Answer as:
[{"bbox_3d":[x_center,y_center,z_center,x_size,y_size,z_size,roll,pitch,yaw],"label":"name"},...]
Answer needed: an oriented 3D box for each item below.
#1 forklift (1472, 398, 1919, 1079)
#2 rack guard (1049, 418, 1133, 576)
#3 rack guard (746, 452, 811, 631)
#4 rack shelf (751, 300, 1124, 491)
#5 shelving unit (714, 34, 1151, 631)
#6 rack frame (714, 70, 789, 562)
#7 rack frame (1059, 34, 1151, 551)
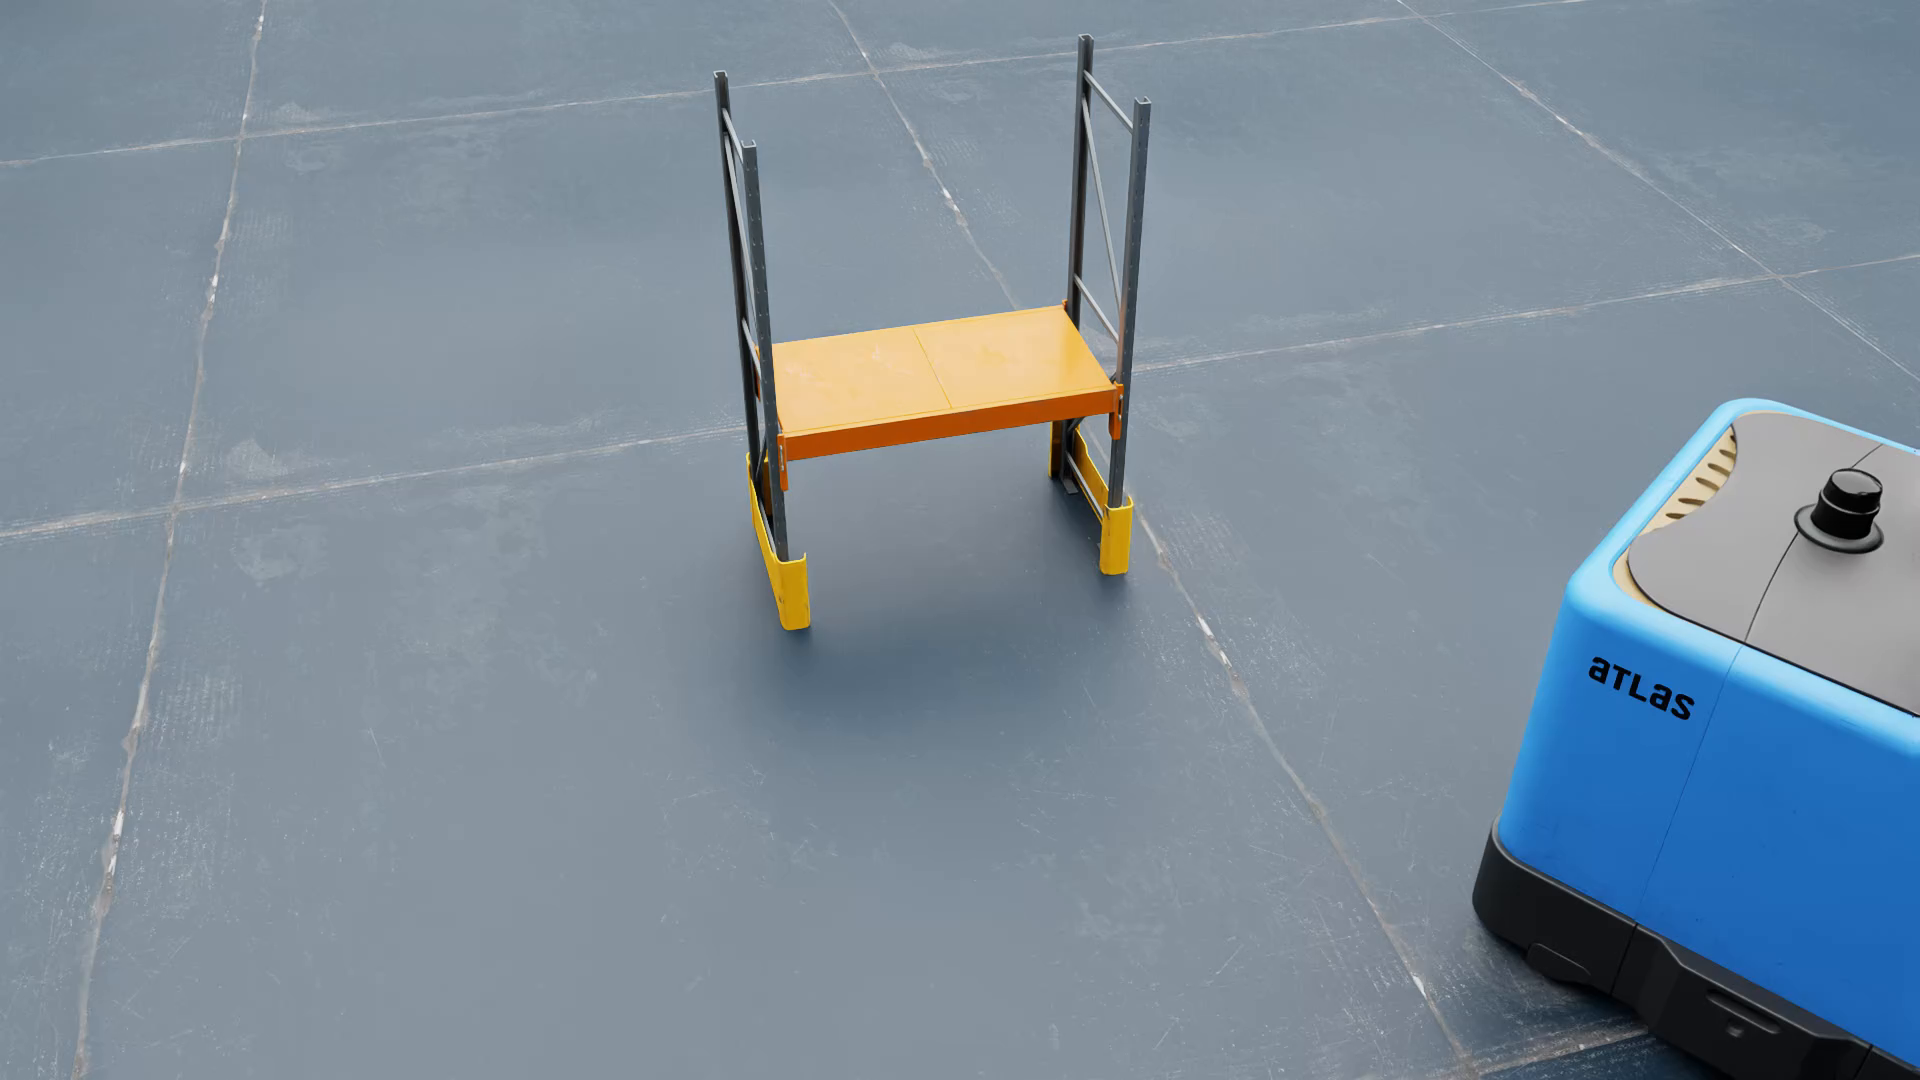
[{"bbox_3d":[2.684,0.125,2.674,3.031,2.935,1.130,27,45,31],"label":"forklift"},{"bbox_3d":[0.407,-0.166,5.261,0.087,0.250,0.587,-9,38,-12],"label":"rack guard"},{"bbox_3d":[-0.554,-0.008,5.055,0.087,0.250,0.587,-9,38,-12],"label":"rack guard"},{"bbox_3d":[-0.082,-0.439,4.886,1.000,0.185,0.538,-9,38,-12],"label":"rack shelf"},{"bbox_3d":[-0.074,-0.584,4.779,1.083,1.500,0.587,-9,38,-12],"label":"shelving unit"},{"bbox_3d":[-0.573,-0.502,4.671,0.032,1.500,0.500,-9,38,-12],"label":"rack frame"},{"bbox_3d":[0.408,-0.663,4.882,0.032,1.500,0.500,-9,38,-12],"label":"rack frame"}]
